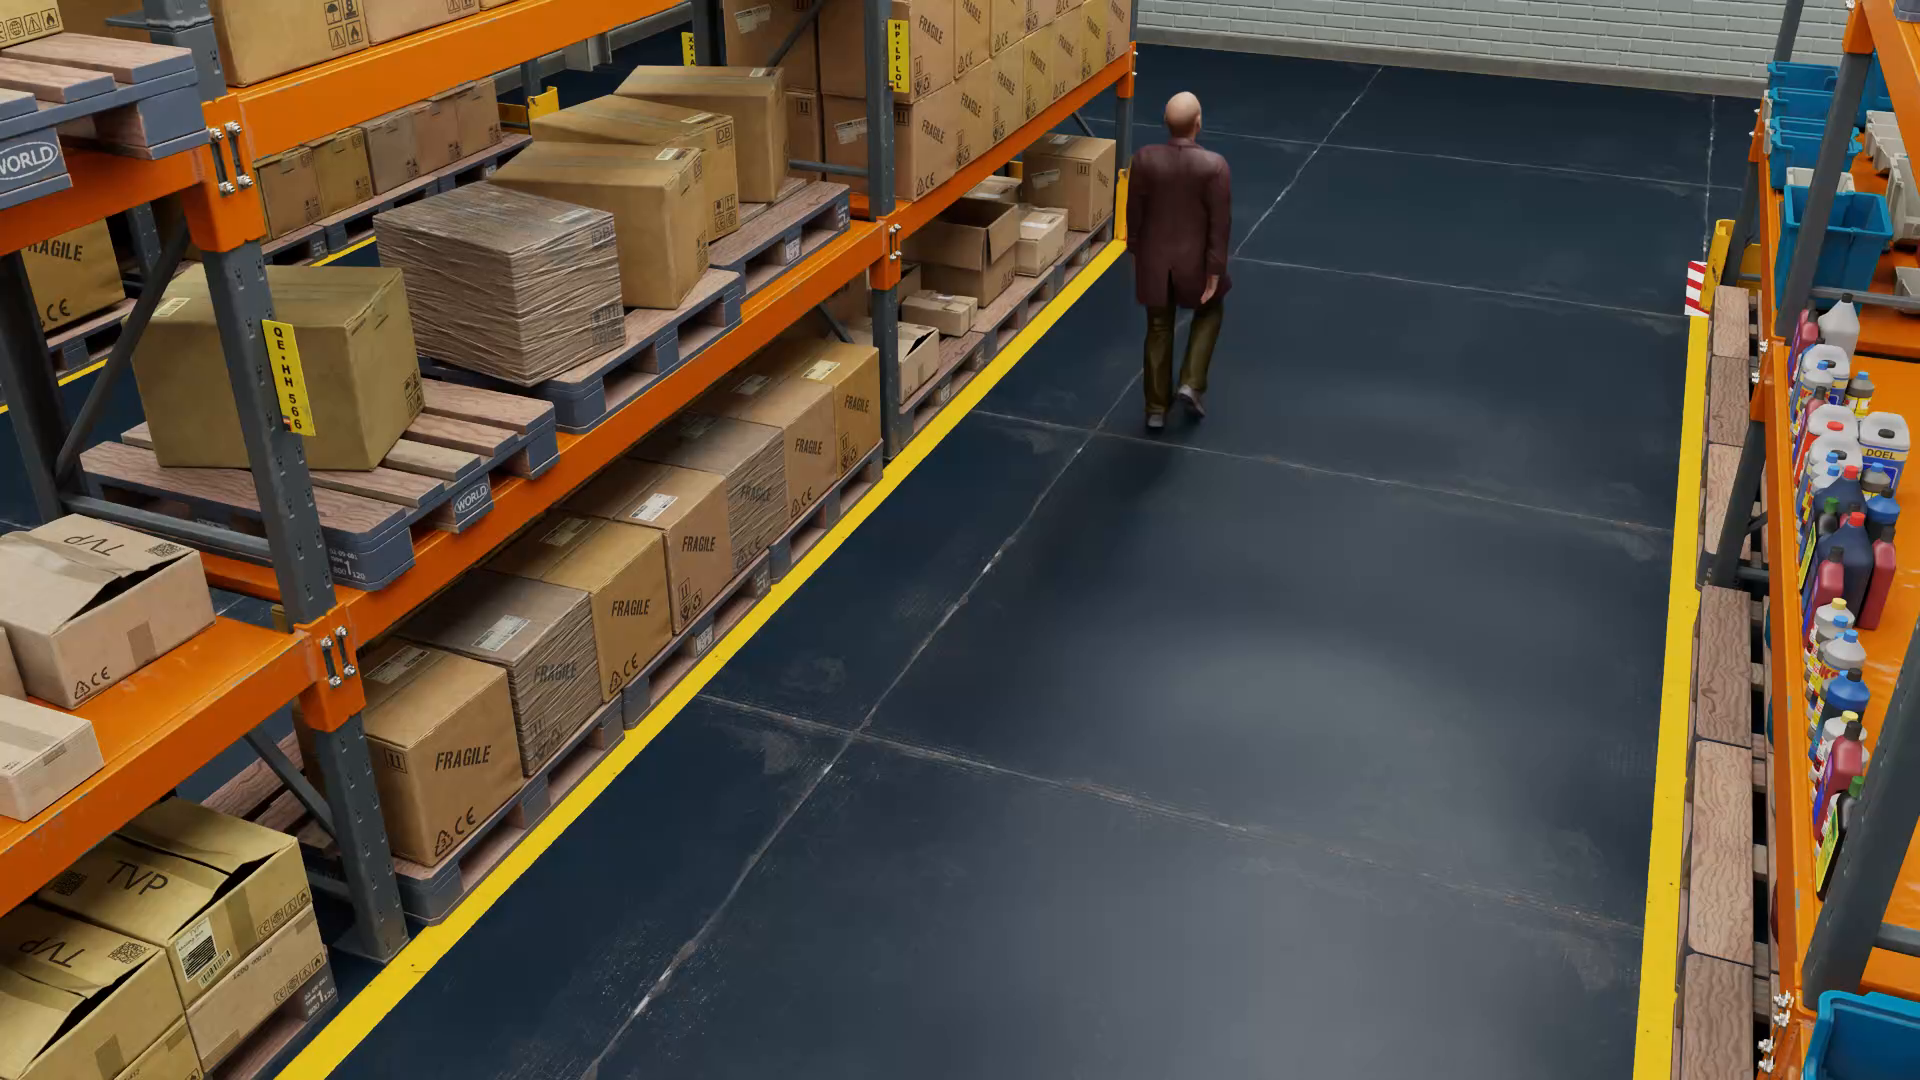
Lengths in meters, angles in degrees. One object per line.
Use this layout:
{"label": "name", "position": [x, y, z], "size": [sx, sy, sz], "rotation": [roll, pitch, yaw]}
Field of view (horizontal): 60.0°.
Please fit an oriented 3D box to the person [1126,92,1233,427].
{"label": "person", "position": [1.145, -1.454, 8.735], "size": [0.581, 1.822, 0.500], "rotation": [10, 31, 17]}
